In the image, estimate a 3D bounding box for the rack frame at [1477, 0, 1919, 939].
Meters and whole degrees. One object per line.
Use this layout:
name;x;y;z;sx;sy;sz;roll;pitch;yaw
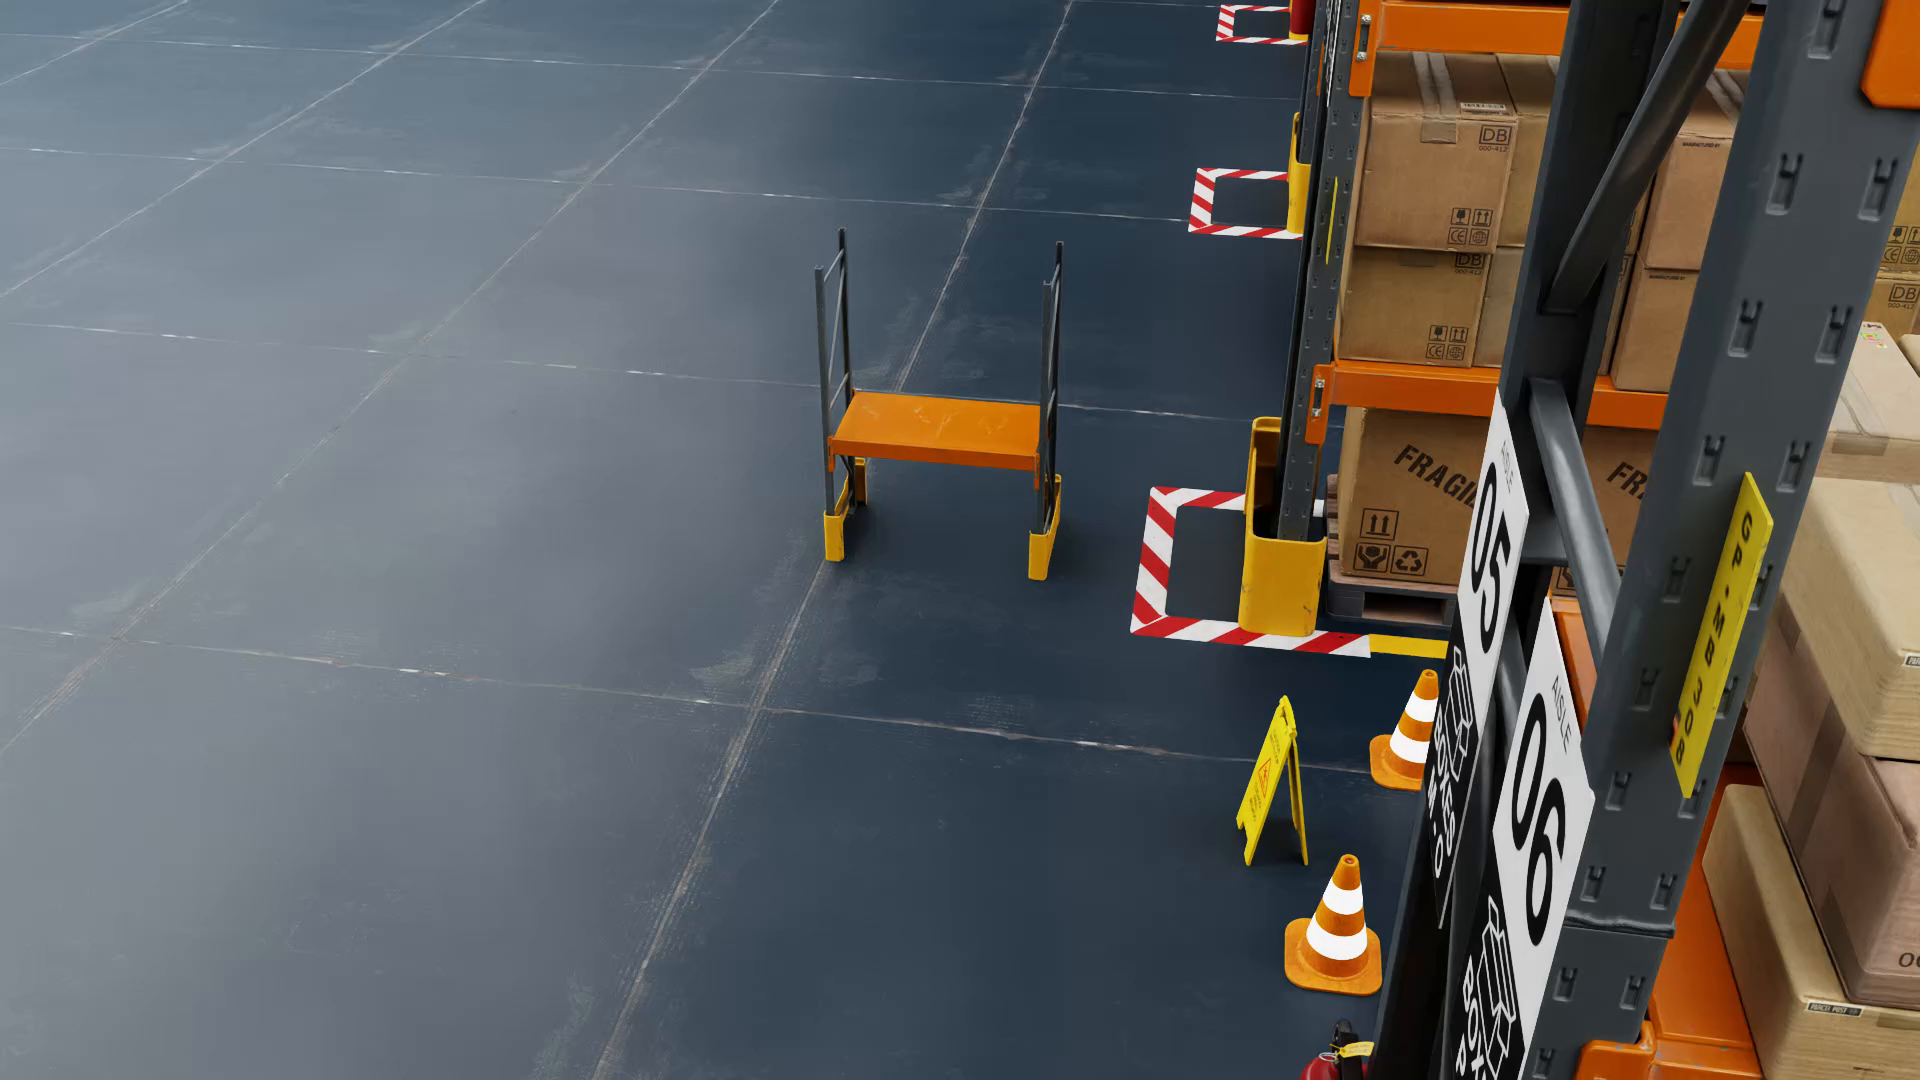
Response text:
rack frame;0.827;-1.088;1.507;0.127;3.000;1.000;5;32;8

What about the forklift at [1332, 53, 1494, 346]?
forklift;3.755;-2.382;9.293;3.031;2.935;1.130;-2;32;-4

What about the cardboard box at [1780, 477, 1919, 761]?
cardboard box;1.143;0.090;1.937;0.250;0.149;0.380;5;32;8

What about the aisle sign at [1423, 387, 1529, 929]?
aisle sign;0.814;0.195;2.661;0.004;0.787;0.394;5;32;8

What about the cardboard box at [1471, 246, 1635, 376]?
cardboard box;2.479;-1.160;7.134;0.550;0.550;0.875;5;32;8

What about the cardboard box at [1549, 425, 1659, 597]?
cardboard box;3.107;-0.317;7.537;0.875;0.875;0.875;5;32;7

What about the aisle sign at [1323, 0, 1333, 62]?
aisle sign;1.540;-2.409;6.821;0.004;0.787;0.394;5;32;8

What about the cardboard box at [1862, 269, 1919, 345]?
cardboard box;3.539;-1.019;6.909;0.500;0.550;0.875;5;32;8

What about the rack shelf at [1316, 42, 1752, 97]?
rack shelf;4.465;-3.245;11.285;4.000;0.370;1.077;5;32;8

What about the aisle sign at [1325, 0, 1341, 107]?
aisle sign;1.439;-2.095;6.319;0.004;0.787;0.394;5;32;8

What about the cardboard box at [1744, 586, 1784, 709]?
cardboard box;1.376;0.025;2.416;0.500;0.250;0.500;5;32;8

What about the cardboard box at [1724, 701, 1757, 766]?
cardboard box;1.225;0.175;2.553;0.250;0.149;0.380;5;32;8

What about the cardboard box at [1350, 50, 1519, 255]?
cardboard box;1.919;-1.611;6.838;0.550;0.550;0.875;5;32;8

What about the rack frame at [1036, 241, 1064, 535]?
rack frame;0.417;-0.598;7.792;0.032;1.500;0.500;5;32;8

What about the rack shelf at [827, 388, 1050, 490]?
rack shelf;-0.084;-0.491;7.960;1.000;0.185;0.538;5;32;8

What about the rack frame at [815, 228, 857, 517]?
rack frame;-0.585;-0.689;7.937;0.032;1.500;0.500;5;32;8

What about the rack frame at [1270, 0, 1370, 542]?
rack frame;1.560;-1.143;7.250;0.127;3.000;1.000;5;32;8

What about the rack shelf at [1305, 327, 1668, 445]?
rack shelf;3.531;-0.660;7.155;4.000;0.370;1.077;5;32;8

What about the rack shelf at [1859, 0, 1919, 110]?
rack shelf;2.798;-0.604;1.414;4.000;0.370;1.077;5;32;8

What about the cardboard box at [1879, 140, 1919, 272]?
cardboard box;3.550;-1.510;6.676;0.500;0.550;0.875;5;32;8

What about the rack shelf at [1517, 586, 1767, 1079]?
rack shelf;2.798;0.667;2.209;4.000;0.370;1.077;5;32;8

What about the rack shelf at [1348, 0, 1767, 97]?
rack shelf;3.531;-1.931;6.359;4.000;0.370;1.077;5;32;8

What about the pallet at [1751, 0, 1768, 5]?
pallet;3.499;-2.209;6.208;1.213;0.211;1.003;5;32;8

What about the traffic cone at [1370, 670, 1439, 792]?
traffic cone;1.844;0.722;6.660;0.334;0.463;0.336;5;32;8

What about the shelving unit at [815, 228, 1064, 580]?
shelving unit;-0.075;-0.643;7.863;1.083;1.500;0.587;5;32;8

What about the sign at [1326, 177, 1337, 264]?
sign;1.460;-1.254;6.536;0.005;0.325;0.100;5;32;8

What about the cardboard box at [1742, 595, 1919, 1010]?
cardboard box;1.277;0.305;1.970;0.500;0.250;0.500;5;32;7

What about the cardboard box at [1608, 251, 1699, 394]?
cardboard box;3.010;-1.044;6.950;0.550;0.550;0.875;5;32;8

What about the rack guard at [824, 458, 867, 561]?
rack guard;-0.566;-0.157;8.266;0.087;0.250;0.587;5;32;8

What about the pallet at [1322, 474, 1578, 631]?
pallet;2.361;0.069;7.941;1.213;0.211;1.003;5;32;8

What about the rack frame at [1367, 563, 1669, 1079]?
rack frame;0.827;1.455;3.099;0.127;3.000;1.000;5;32;8

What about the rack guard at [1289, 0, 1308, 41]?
rack guard;3.410;-5.277;16.210;0.348;0.500;1.175;5;32;8

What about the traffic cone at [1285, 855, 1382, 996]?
traffic cone;1.319;1.283;5.765;0.334;0.463;0.336;5;32;8

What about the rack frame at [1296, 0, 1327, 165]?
rack frame;2.494;-3.728;11.379;0.127;3.000;1.000;5;32;8

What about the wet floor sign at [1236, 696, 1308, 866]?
wet floor sign;1.198;0.888;6.224;0.232;0.644;0.267;0;32;0

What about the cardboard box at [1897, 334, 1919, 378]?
cardboard box;1.457;-0.130;2.288;0.250;0.149;0.380;6;32;9

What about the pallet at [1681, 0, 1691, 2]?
pallet;2.293;-2.317;6.380;1.213;0.211;1.003;5;32;8

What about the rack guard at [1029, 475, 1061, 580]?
rack guard;0.416;-0.068;8.124;0.087;0.250;0.587;5;32;8

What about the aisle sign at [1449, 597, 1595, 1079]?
aisle sign;0.713;0.509;2.159;0.004;0.787;0.394;5;32;8

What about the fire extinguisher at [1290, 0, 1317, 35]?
fire extinguisher;2.458;-3.947;11.801;0.183;0.674;0.296;5;32;8

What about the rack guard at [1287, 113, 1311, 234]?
rack guard;2.569;-2.662;12.032;0.348;0.500;1.175;5;32;8

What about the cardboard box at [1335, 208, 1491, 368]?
cardboard box;1.933;-1.198;7.195;0.550;0.550;0.875;5;32;8

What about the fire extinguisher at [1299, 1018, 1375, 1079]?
fire extinguisher;0.791;1.236;3.521;0.183;0.674;0.296;5;32;8

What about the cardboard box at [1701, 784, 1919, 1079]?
cardboard box;1.099;0.489;2.051;0.250;0.149;0.380;5;32;8

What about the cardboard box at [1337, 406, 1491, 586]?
cardboard box;2.239;-0.395;7.660;0.875;0.875;0.875;5;32;8

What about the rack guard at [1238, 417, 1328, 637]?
rack guard;1.536;-0.086;7.916;0.348;0.500;1.175;5;32;8

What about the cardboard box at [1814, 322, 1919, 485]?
cardboard box;1.210;-0.173;2.357;0.250;0.149;0.380;5;32;9

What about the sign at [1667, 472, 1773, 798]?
sign;0.735;0.096;1.618;0.005;0.325;0.100;5;32;8

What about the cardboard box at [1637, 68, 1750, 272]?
cardboard box;3.006;-1.489;6.643;0.550;0.550;0.875;5;32;8

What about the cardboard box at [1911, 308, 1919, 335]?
cardboard box;4.079;-1.024;6.917;0.550;0.550;0.875;5;32;8

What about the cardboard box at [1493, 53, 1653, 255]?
cardboard box;2.477;-1.610;6.837;0.550;0.550;0.875;5;32;8
